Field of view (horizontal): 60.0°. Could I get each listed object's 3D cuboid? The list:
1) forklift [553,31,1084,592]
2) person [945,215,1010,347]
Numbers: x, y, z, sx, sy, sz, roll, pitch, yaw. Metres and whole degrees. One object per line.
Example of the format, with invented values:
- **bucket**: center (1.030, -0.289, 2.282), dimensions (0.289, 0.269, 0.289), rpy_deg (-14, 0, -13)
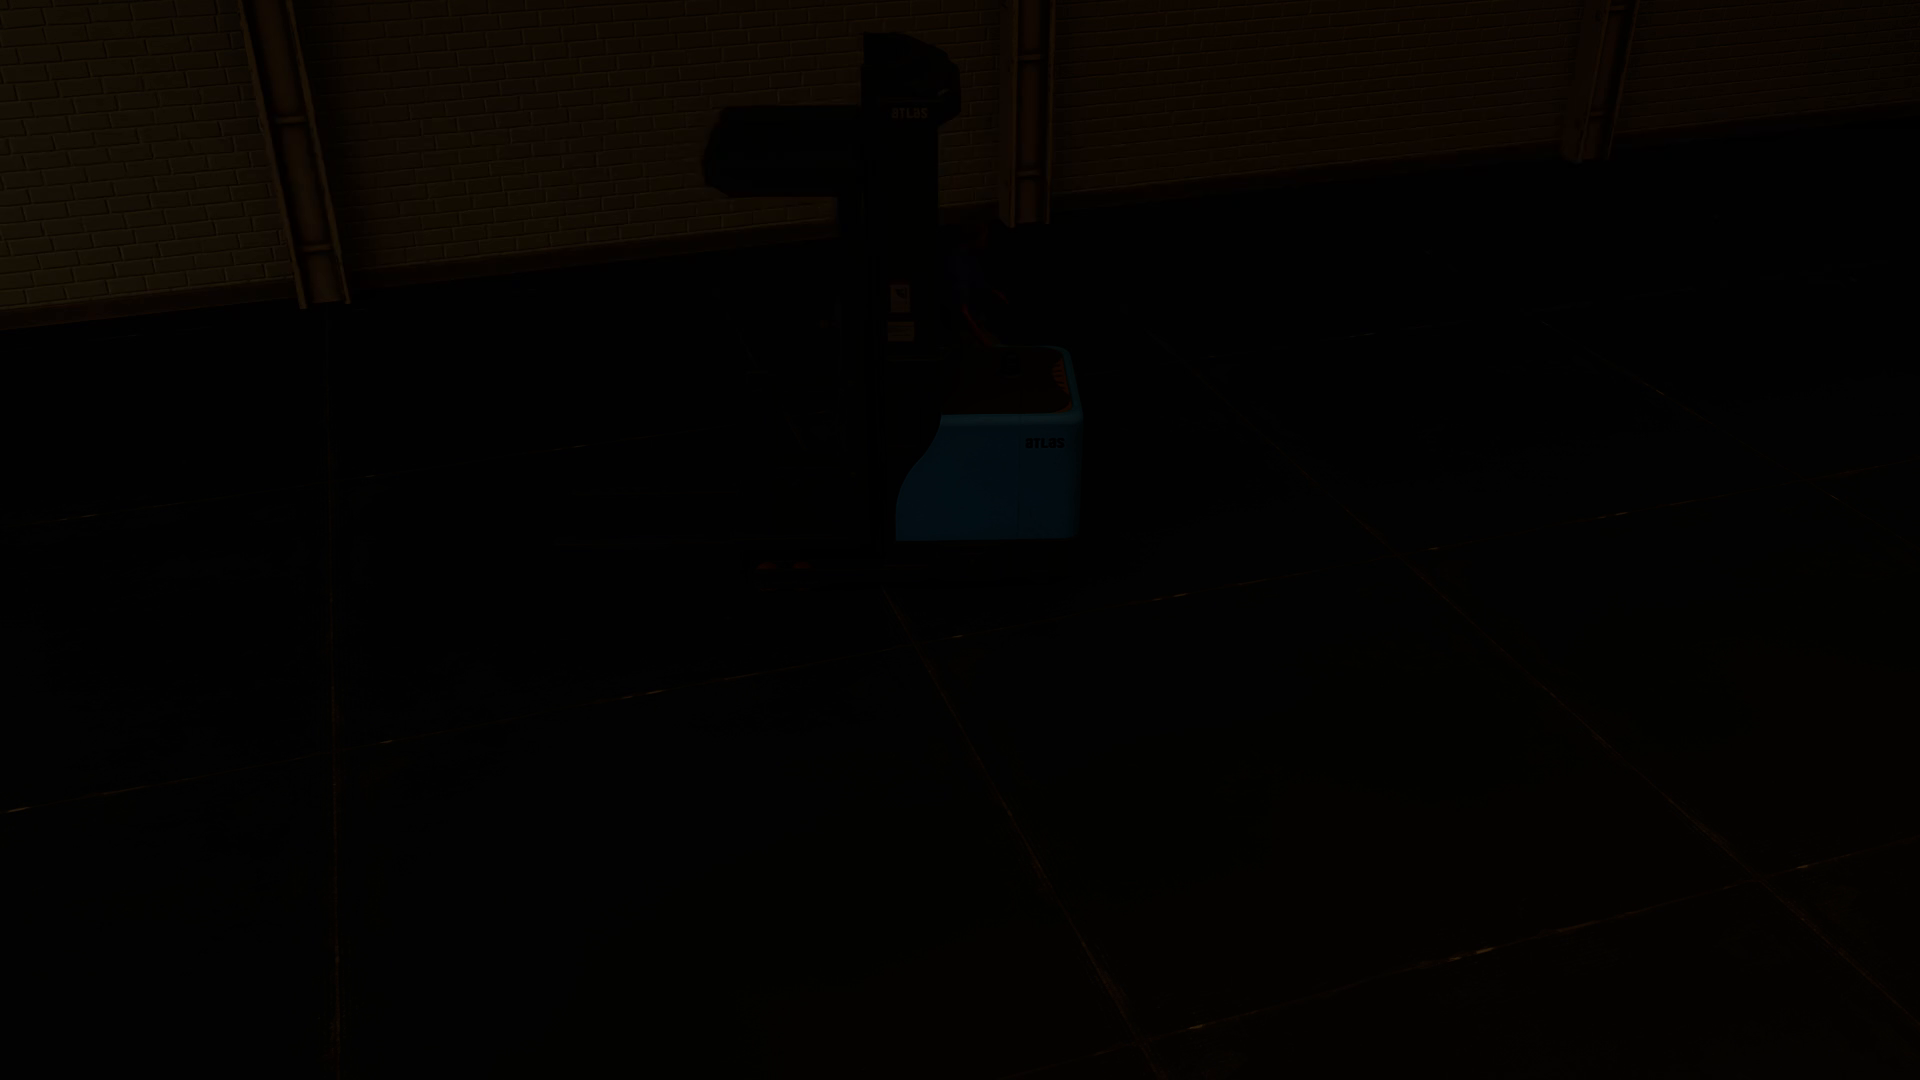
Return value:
- **forklift**: center (-0.831, -1.242, 9.246), dimensions (3.031, 2.935, 1.130), rpy_deg (-1, 30, -1)
- **person**: center (0.086, -1.407, 10.993), dimensions (0.693, 1.532, 0.896), rpy_deg (-1, 30, -2)
